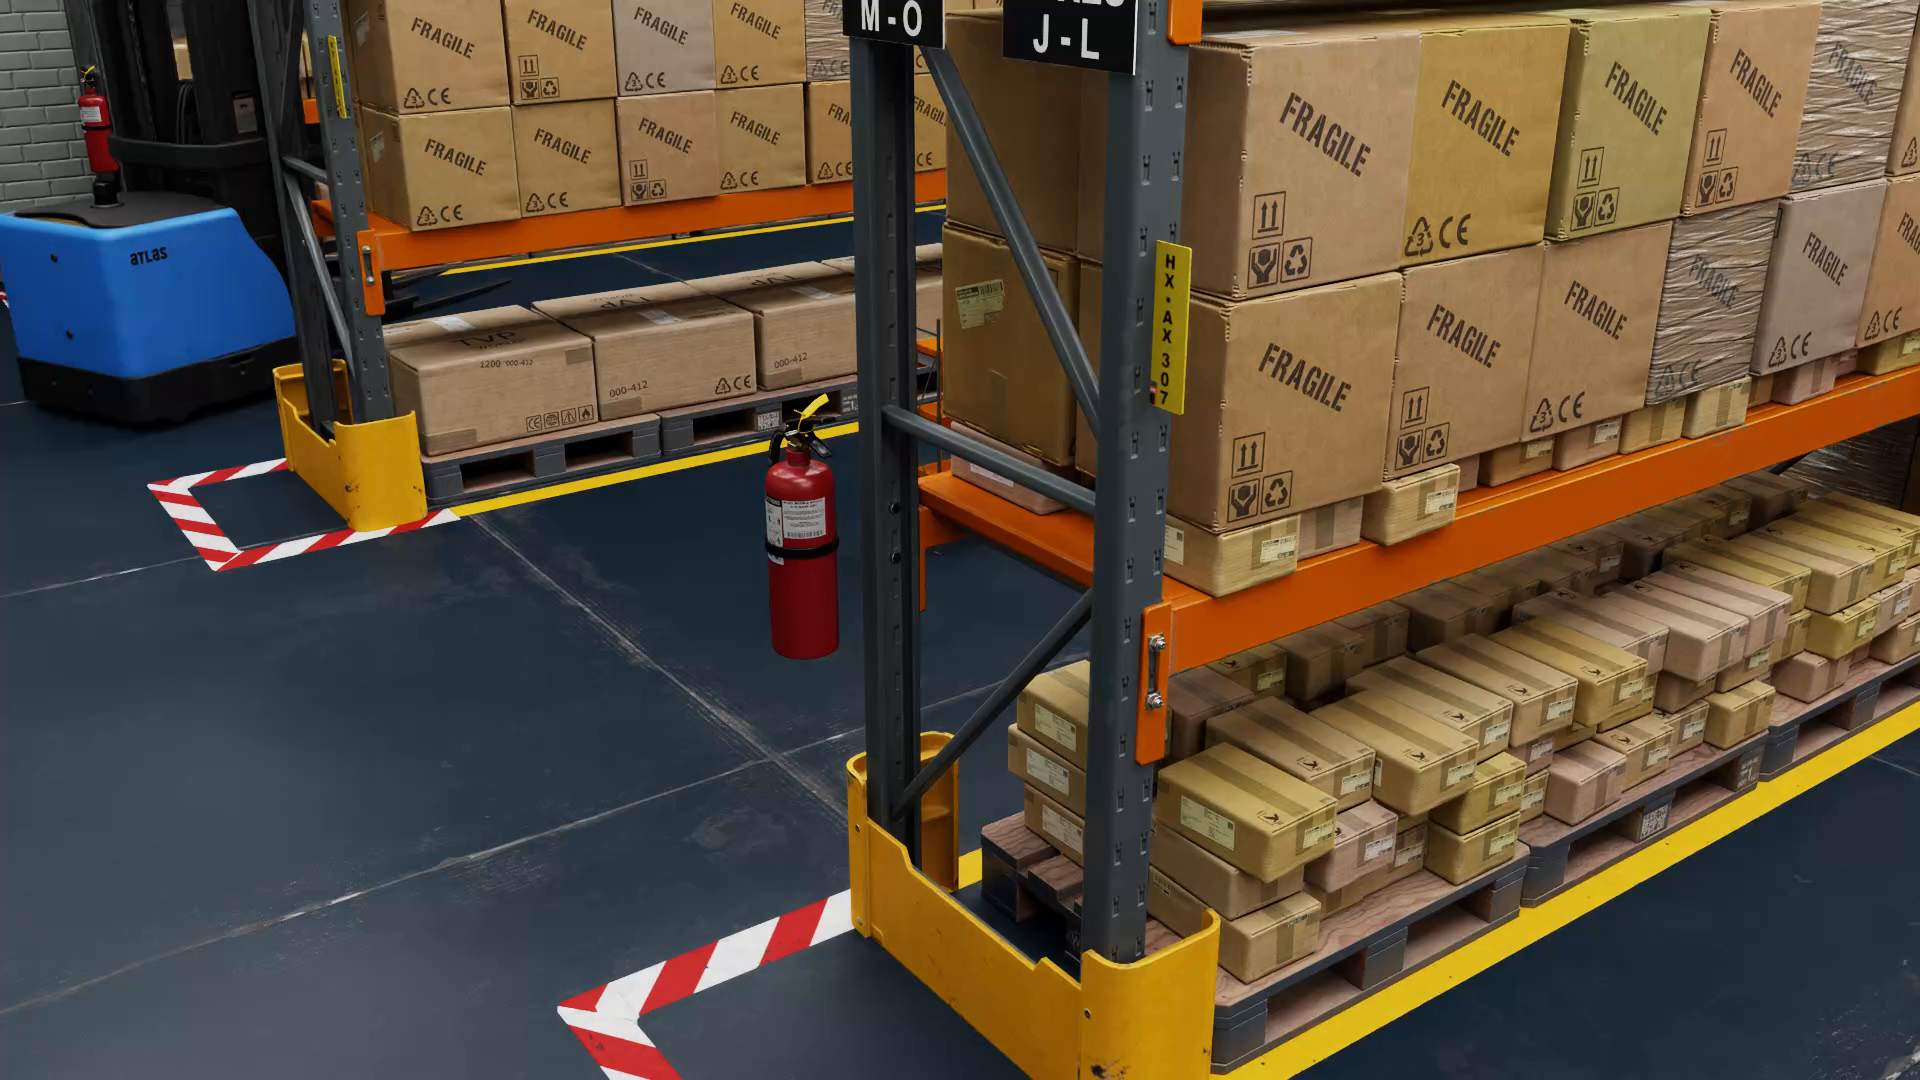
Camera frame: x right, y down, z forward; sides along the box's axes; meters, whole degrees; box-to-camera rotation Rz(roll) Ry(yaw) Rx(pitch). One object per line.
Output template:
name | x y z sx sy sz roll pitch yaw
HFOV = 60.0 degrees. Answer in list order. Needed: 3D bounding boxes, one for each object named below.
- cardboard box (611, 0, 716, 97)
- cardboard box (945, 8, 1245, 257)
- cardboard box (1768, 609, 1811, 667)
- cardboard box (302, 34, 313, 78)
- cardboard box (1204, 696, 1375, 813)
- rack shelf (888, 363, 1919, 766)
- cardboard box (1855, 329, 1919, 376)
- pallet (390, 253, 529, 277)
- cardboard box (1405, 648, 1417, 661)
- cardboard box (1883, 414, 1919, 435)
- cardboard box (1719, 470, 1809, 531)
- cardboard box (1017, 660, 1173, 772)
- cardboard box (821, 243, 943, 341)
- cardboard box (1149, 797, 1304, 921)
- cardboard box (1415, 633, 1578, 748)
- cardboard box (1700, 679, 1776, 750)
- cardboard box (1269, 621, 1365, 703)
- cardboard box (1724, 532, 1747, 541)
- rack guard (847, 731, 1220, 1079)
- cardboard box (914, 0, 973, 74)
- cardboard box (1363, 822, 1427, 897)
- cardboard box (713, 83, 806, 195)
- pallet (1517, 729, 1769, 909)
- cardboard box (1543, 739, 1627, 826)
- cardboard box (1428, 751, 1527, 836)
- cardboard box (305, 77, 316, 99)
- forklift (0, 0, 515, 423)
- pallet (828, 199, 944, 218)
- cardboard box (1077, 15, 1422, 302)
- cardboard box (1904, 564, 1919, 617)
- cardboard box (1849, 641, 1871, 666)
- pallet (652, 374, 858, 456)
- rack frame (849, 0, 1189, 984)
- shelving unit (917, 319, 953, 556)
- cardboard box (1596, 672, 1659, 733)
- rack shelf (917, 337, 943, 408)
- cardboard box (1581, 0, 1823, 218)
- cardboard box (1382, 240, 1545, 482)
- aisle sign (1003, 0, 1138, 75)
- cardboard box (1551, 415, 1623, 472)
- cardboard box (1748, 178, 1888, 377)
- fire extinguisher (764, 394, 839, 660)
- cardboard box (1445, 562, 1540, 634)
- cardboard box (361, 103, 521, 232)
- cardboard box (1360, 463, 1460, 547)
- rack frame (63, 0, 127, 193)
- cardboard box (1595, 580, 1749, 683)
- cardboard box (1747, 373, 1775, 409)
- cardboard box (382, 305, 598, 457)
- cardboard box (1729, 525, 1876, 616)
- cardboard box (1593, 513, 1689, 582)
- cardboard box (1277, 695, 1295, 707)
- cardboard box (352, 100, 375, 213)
cardboard box | -1.503 -2.393 7.862 0.500 0.500 0.500 -15 26 -33
cardboard box | 0.312 -0.992 3.950 0.500 0.500 0.500 -16 27 -34
cardboard box | 2.582 0.270 5.551 0.250 0.149 0.380 -15 26 -32
cardboard box | -4.445 -3.434 11.757 0.500 0.250 0.500 -16 26 -34
cardboard box | 0.863 0.577 4.381 0.250 0.149 0.380 -14 26 -32
rack shelf | 1.709 -0.268 4.991 4.000 0.370 1.077 -15 26 -33
cardboard box | 2.840 -0.658 5.336 0.250 0.149 0.380 -14 26 -31
pallet | -4.092 -2.286 12.839 1.213 0.211 1.003 -15 26 -33
cardboard box | 1.400 0.343 5.369 0.250 0.149 0.380 -13 25 -30
cardboard box | 3.789 -0.655 6.784 0.500 0.250 0.500 -16 27 -34
cardboard box | 2.932 -0.170 6.252 0.250 0.149 0.380 -14 26 -31
cardboard box | 0.367 0.493 4.591 0.250 0.149 0.380 -15 26 -32
cardboard box | -0.213 -1.404 9.757 0.875 0.438 0.875 -15 26 -34
cardboard box | 0.661 0.786 4.259 0.250 0.149 0.380 -14 26 -31
cardboard box | 1.526 0.425 4.762 0.250 0.149 0.380 -14 26 -31
cardboard box | 2.373 0.506 5.362 0.250 0.149 0.380 -15 26 -33
cardboard box | 0.988 0.324 5.013 0.250 0.149 0.380 -16 27 -35
cardboard box | 2.698 0.020 6.178 0.250 0.149 0.380 -15 26 -32
rack guard | 0.147 0.975 4.277 0.348 0.500 1.175 -15 26 -33
cardboard box | -0.279 -2.720 8.683 0.500 0.500 0.500 -15 26 -34
cardboard box | 1.060 0.806 4.610 0.250 0.149 0.380 -15 26 -32
cardboard box | -1.116 -2.036 8.317 0.500 0.500 0.500 -14 26 -31
pallet | 1.817 0.682 5.403 1.213 0.211 1.003 -15 26 -33
cardboard box | 1.736 0.672 4.946 0.250 0.149 0.380 -16 27 -35
cardboard box | 1.335 0.641 4.622 0.250 0.149 0.380 -14 26 -31
cardboard box | -4.537 -3.233 11.789 0.250 0.149 0.380 -14 26 -32
forklift | -4.019 -2.482 9.662 1.130 2.935 3.031 12 24 27
pallet | -0.913 -3.153 15.012 1.213 0.211 1.003 -15 26 -33
cardboard box | 0.605 -0.835 3.557 0.500 0.500 0.500 -15 26 -33
cardboard box | 3.262 0.120 5.927 0.250 0.149 0.380 -14 26 -32
cardboard box | 2.953 0.313 5.846 0.250 0.149 0.380 -14 26 -31
pallet | -1.295 -0.800 9.118 1.213 0.211 1.003 -15 26 -33
rack frame | 0.085 -0.169 3.773 0.127 3.000 1.000 -15 26 -33
shelving unit | -0.043 -0.476 7.173 0.252 1.050 0.215 -15 26 -33
cardboard box | 1.916 0.428 5.155 0.250 0.149 0.380 -14 25 -30
rack shelf | -0.043 -0.730 7.072 0.240 0.259 0.215 -15 26 -33
cardboard box | 1.858 -1.164 4.380 0.500 0.500 0.500 -16 27 -34
cardboard box | 1.031 -0.491 4.044 0.500 0.500 0.500 -15 26 -33
aisle sign | 0.201 -1.270 3.025 0.004 0.787 0.394 -15 26 -33
cardboard box | 1.554 -0.327 4.508 0.250 0.149 0.380 -16 27 -34
cardboard box | 2.278 -0.811 4.844 0.500 0.500 0.500 -15 26 -33
fire extinguisher | -0.389 -0.044 4.068 0.183 0.674 0.296 -15 26 -33
cardboard box | 1.648 0.161 5.424 0.250 0.149 0.380 -15 26 -33
cardboard box | -2.330 -1.700 7.475 0.500 0.500 0.500 -15 26 -33
cardboard box | 0.972 -0.134 4.023 0.250 0.149 0.380 -16 27 -34
rack frame | -5.789 -3.129 11.190 0.127 3.000 1.000 -15 26 -33
cardboard box | 2.180 0.278 5.131 0.250 0.149 0.380 -16 27 -35
cardboard box | 2.175 -0.502 4.947 0.250 0.149 0.380 -15 26 -34
cardboard box | -2.410 -0.814 8.280 0.875 0.438 0.875 -16 27 -35
cardboard box | 2.814 0.096 5.585 0.250 0.149 0.380 -15 26 -33
cardboard box | 2.299 0.005 5.815 0.250 0.149 0.380 -16 27 -34
cardboard box | 0.768 0.509 4.953 0.250 0.149 0.380 -16 27 -35
cardboard box | -2.650 -1.867 7.893 0.500 0.500 0.500 -15 26 -33
